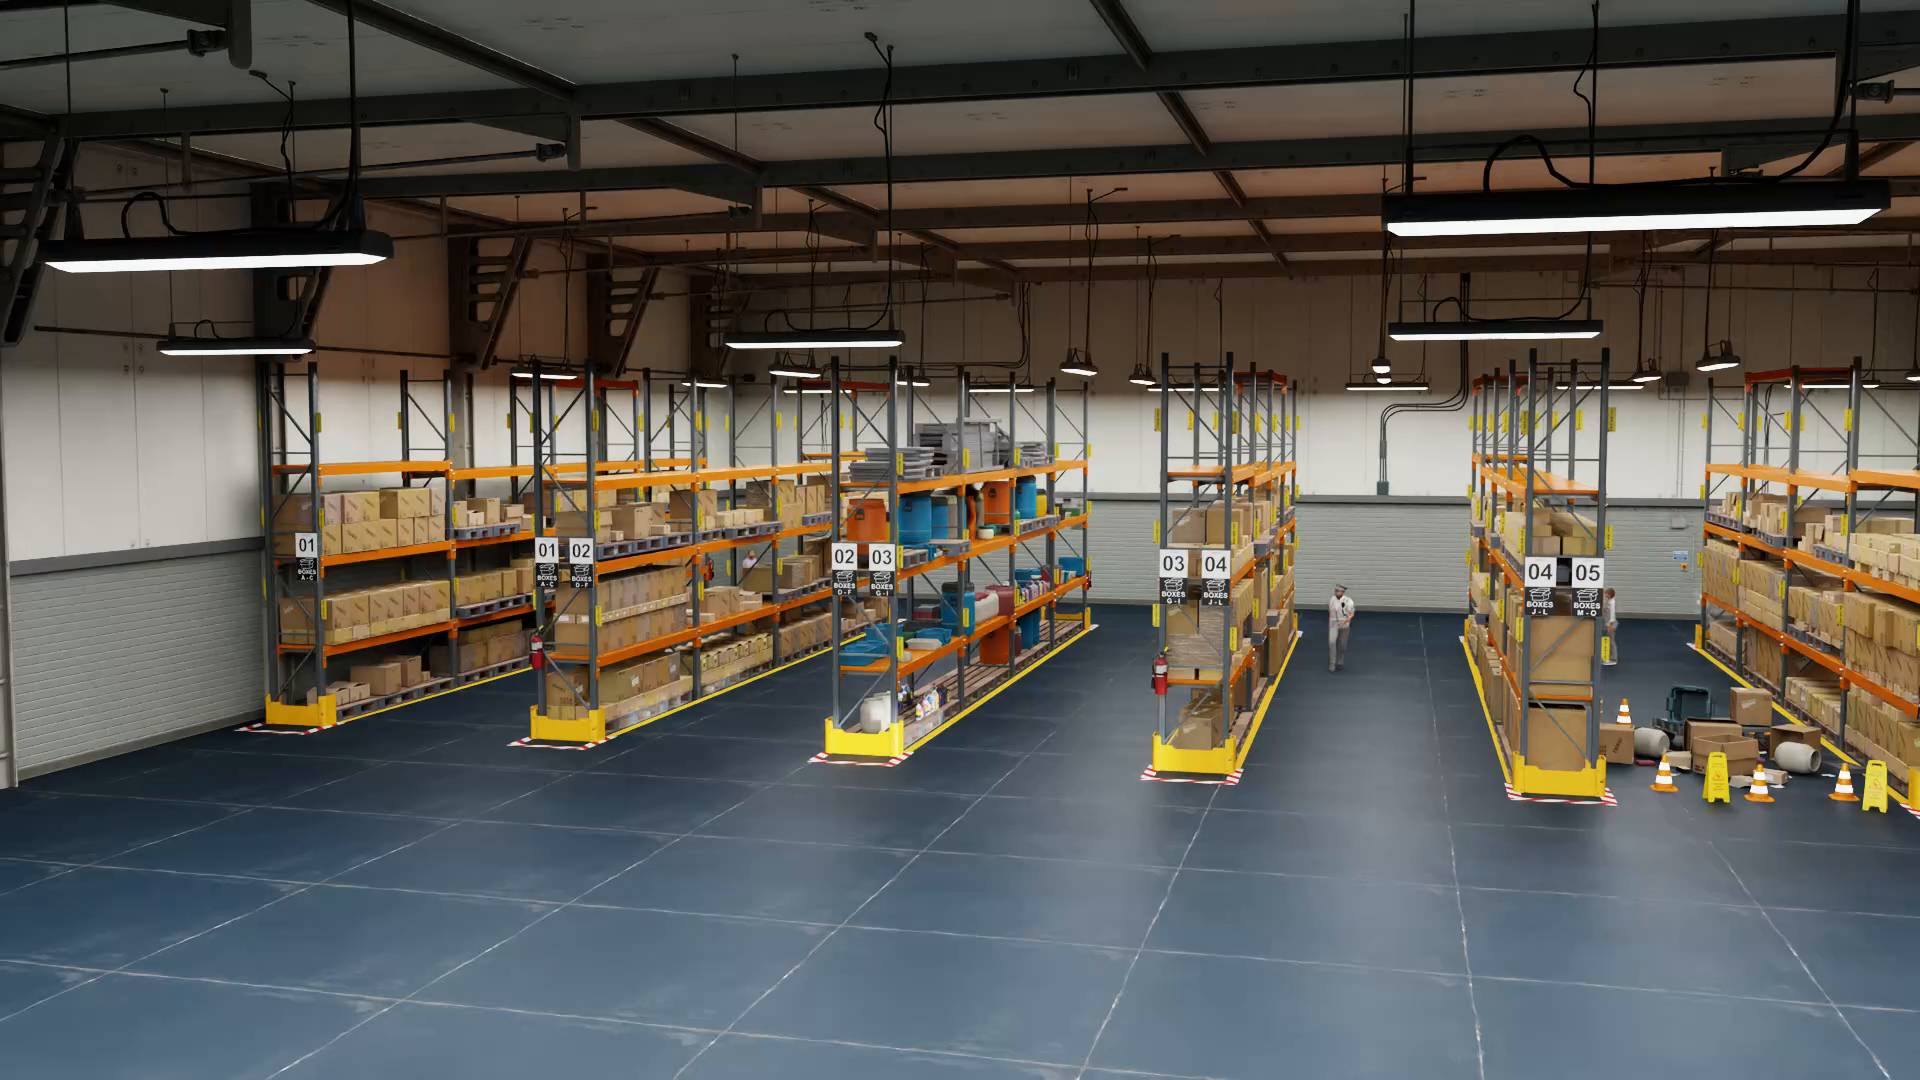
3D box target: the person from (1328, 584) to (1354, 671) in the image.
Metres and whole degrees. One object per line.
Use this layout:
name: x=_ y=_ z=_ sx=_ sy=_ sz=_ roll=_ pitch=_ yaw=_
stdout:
person: x=7.784 y=1.764 z=33.967 sx=0.517 sy=1.768 sz=0.986 roll=1 pitch=4 yaw=15

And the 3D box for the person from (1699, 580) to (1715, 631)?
person: x=17.589 y=1.397 z=39.114 sx=0.440 sy=1.676 sz=0.460 roll=0 pitch=4 yaw=1

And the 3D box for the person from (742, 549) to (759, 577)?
person: x=-5.635 y=1.042 z=44.714 sx=0.465 sy=1.601 sz=0.963 roll=-1 pitch=4 yaw=-9

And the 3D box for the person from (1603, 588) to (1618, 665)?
person: x=13.449 y=1.787 z=34.403 sx=0.348 sy=1.608 sz=0.454 roll=2 pitch=4 yaw=24
